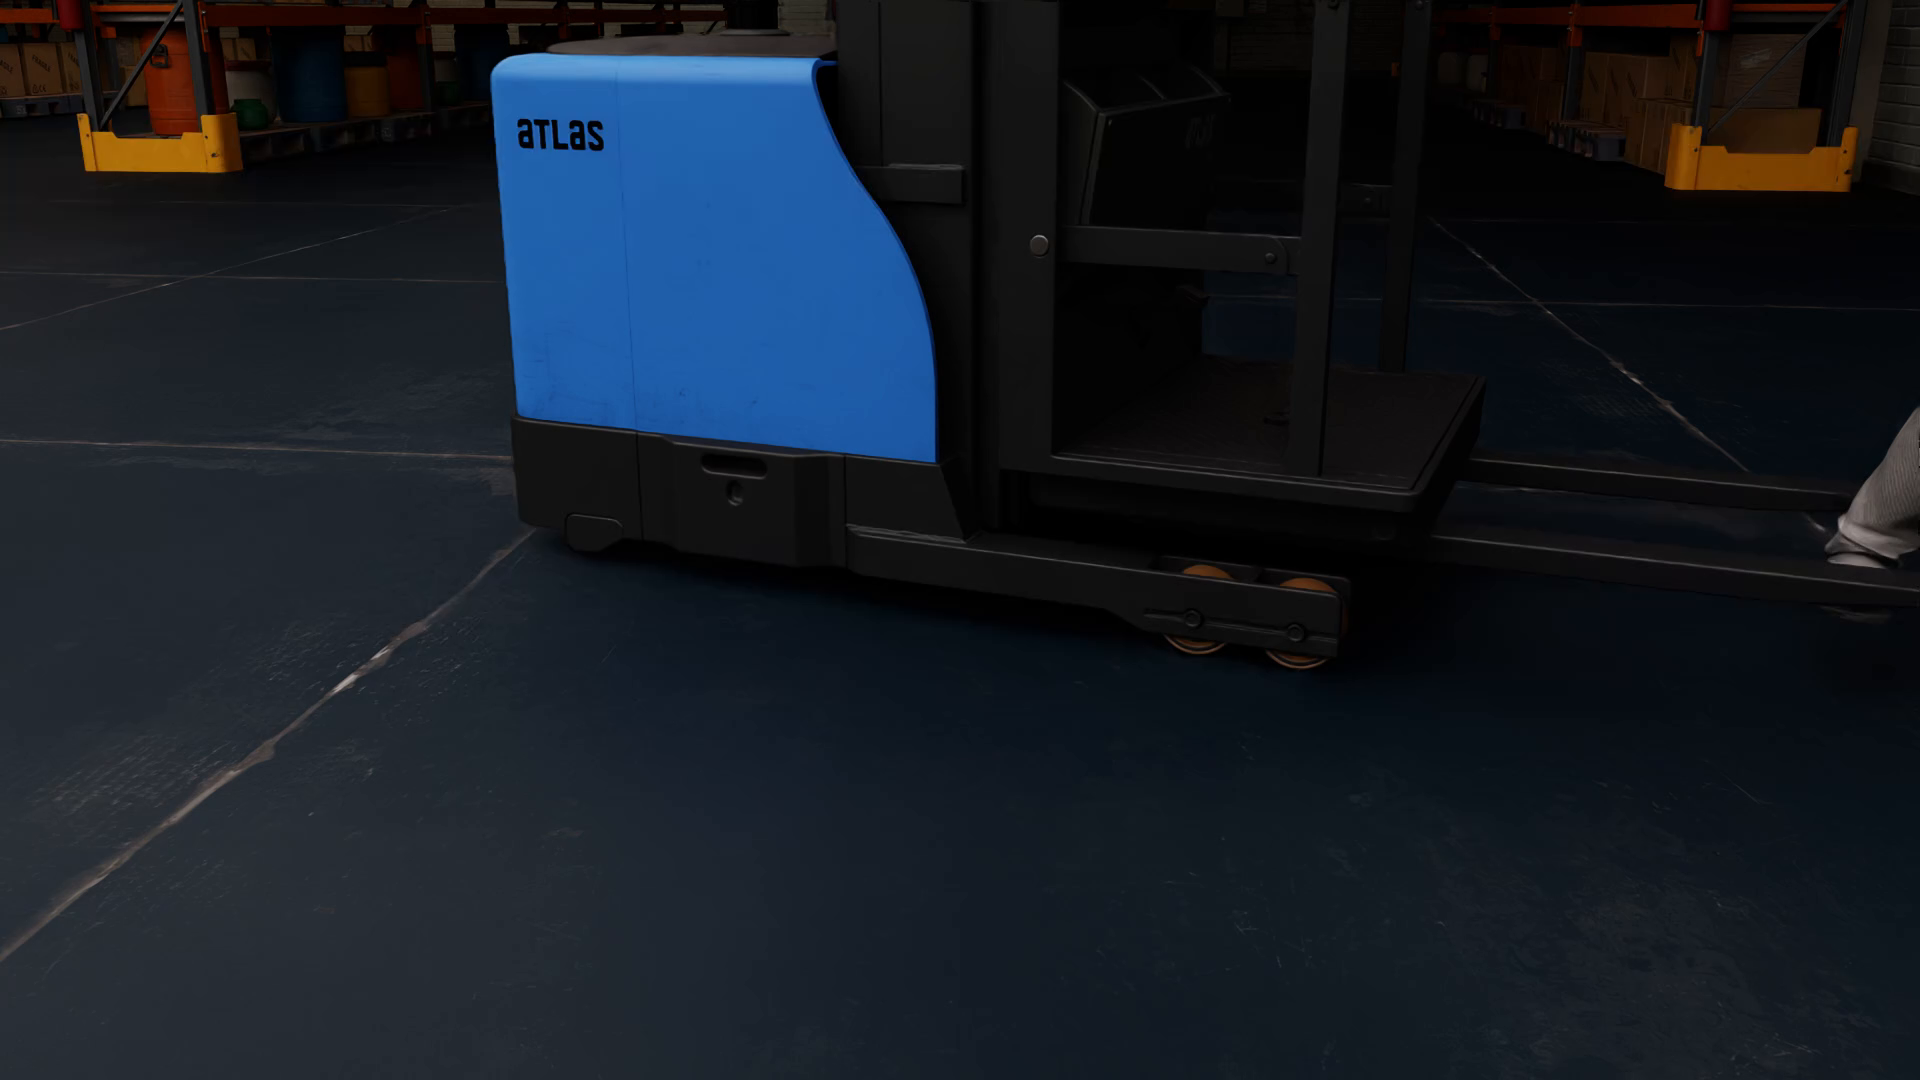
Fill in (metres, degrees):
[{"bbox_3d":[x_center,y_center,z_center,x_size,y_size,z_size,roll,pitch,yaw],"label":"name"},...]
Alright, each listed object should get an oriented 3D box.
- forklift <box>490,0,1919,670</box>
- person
[{"bbox_3d":[0.568,-1.340,3.202,3.031,2.935,1.130,7,19,22],"label":"forklift"},{"bbox_3d":[2.031,-0.610,2.731,0.934,1.581,0.772,7,19,21],"label":"person"}]
